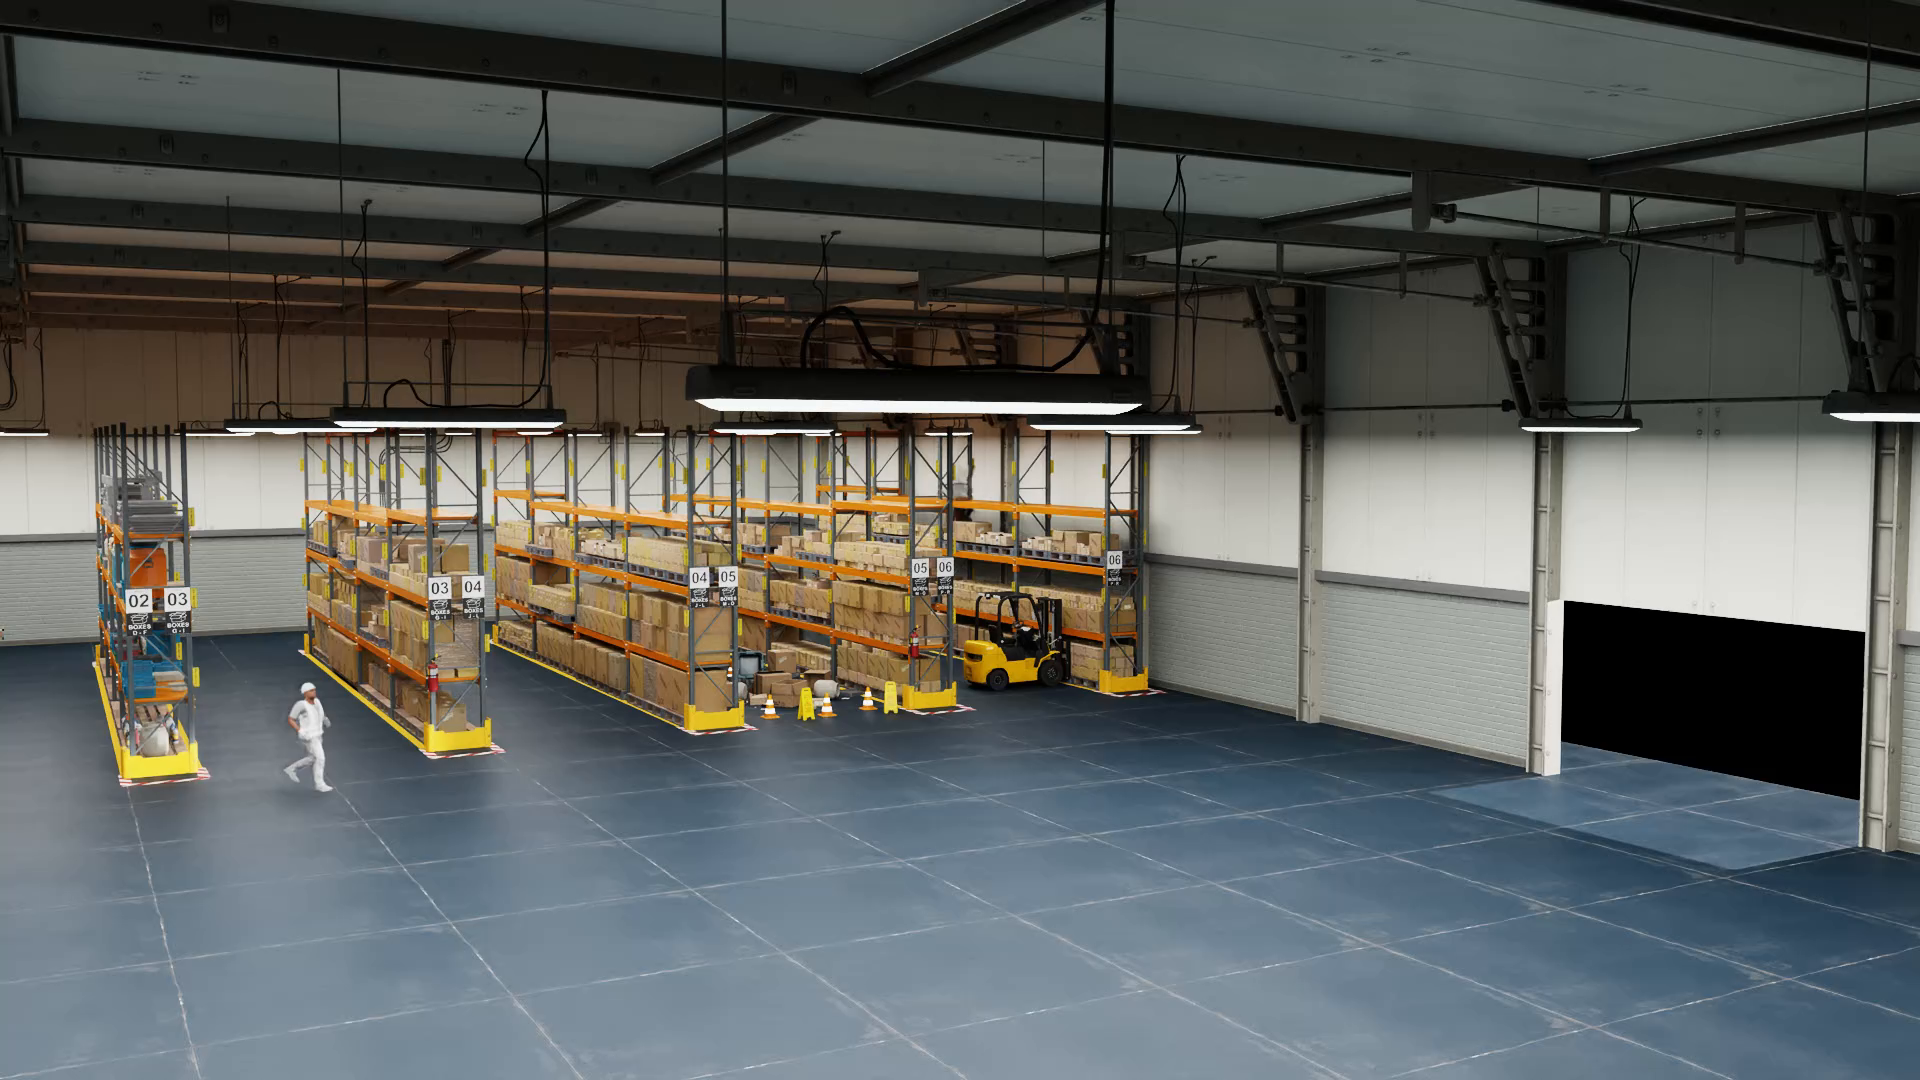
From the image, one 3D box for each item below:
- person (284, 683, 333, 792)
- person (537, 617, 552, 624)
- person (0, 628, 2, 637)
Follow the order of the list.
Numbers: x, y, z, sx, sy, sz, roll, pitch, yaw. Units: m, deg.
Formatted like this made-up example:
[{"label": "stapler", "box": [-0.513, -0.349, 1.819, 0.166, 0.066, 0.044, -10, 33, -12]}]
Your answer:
[{"label": "person", "box": [-10.624, 3.203, 27.113, 0.824, 1.777, 0.673, 0, 3, 7]}, {"label": "person", "box": [-12.337, 1.977, 48.965, 0.538, 1.596, 0.775, 3, 4, 38]}, {"label": "person", "box": [-22.681, 2.533, 38.825, 0.542, 1.722, 0.826, -3, 5, -42]}]
